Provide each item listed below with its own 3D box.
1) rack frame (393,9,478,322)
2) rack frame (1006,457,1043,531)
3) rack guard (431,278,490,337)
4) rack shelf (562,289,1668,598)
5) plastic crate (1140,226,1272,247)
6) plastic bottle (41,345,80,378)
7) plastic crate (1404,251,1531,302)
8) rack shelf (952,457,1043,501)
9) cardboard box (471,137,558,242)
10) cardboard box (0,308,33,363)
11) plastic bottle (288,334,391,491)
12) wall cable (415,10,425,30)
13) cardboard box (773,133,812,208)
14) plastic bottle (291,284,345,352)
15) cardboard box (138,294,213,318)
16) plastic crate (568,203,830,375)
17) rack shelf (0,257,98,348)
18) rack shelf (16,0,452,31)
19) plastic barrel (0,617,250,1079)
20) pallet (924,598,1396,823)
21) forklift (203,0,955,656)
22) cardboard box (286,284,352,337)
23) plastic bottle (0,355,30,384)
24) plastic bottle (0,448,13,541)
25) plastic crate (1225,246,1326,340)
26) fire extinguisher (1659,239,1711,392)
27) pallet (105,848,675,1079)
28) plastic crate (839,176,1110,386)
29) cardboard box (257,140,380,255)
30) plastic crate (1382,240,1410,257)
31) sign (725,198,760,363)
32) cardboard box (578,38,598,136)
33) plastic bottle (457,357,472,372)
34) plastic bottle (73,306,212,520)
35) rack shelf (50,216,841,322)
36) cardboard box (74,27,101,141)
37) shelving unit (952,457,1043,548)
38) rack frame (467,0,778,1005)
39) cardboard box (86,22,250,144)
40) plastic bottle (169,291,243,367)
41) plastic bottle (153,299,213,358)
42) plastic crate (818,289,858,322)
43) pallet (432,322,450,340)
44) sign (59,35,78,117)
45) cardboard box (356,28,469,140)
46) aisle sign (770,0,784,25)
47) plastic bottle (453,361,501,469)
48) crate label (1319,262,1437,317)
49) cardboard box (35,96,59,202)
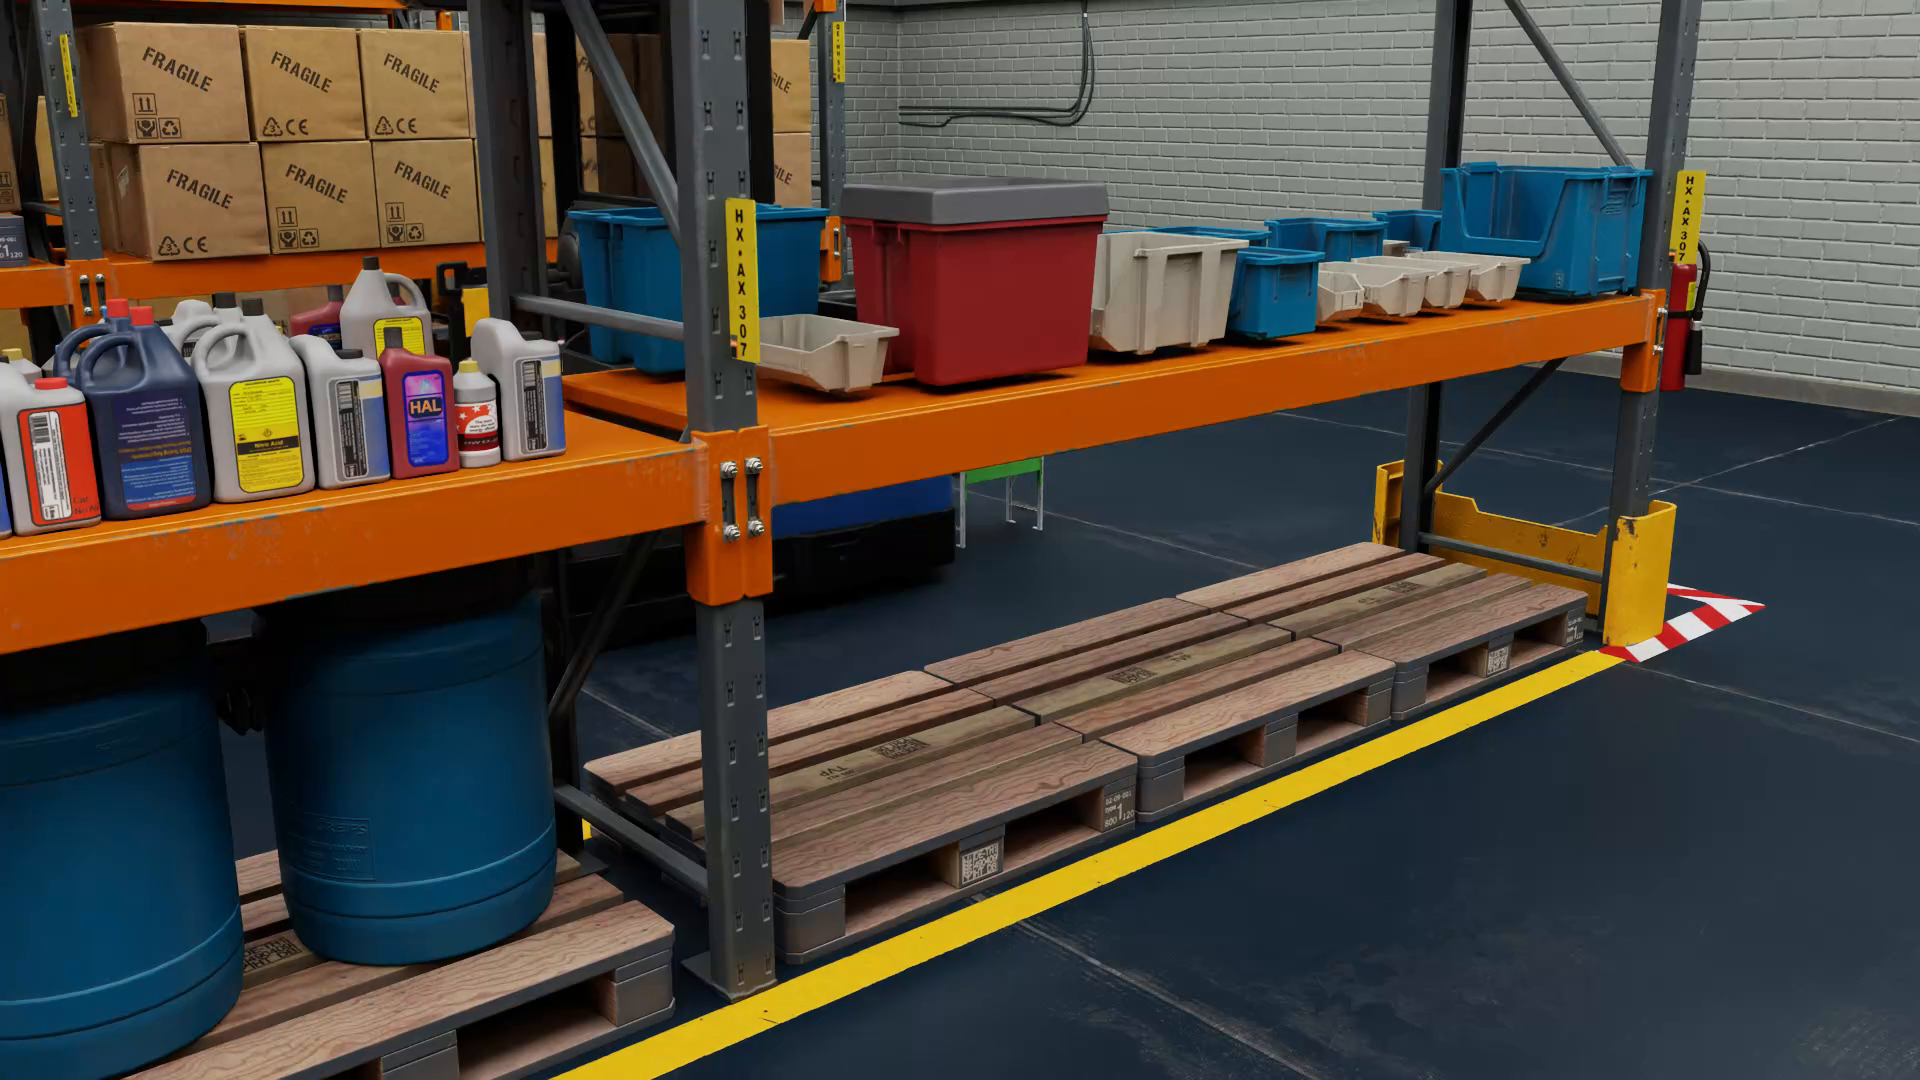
[{"bbox_3d":[-4.285,-3.105,13.561,0.127,3.000,1.000,-13,19,-39],"label":"rack frame"},{"bbox_3d":[0.309,-0.649,7.855,0.015,1.200,0.240,-13,19,-39],"label":"rack frame"},{"bbox_3d":[-4.267,-1.901,13.899,0.348,0.500,1.175,-13,19,-39],"label":"rack guard"},{"bbox_3d":[0.710,-0.490,5.165,4.000,0.370,1.077,-13,19,-39],"label":"rack shelf"},{"bbox_3d":[0.823,-0.924,5.603,0.300,0.233,0.416,-13,19,-39],"label":"plastic crate"},{"bbox_3d":[-1.853,-0.306,3.466,0.097,0.201,0.097,0,15,0],"label":"plastic bottle"},{"bbox_3d":[1.722,-0.904,5.718,0.243,0.136,0.396,-13,19,-39],"label":"plastic crate"},{"bbox_3d":[0.125,-0.314,7.779,0.480,0.148,0.258,-13,19,-39],"label":"rack shelf"},{"bbox_3d":[-2.339,-1.803,8.495,0.500,0.500,0.500,-13,20,-40],"label":"cardboard box"},{"bbox_3d":[-6.671,-1.529,11.692,0.500,0.500,0.700,-12,19,-39],"label":"cardboard box"},{"bbox_3d":[-1.160,-0.247,3.103,0.135,0.276,0.152,-13,19,-39],"label":"plastic bottle"},{"bbox_3d":[-3.940,-3.997,14.932,1.851,1.984,0.084,-13,19,-39],"label":"wall cable"},{"bbox_3d":[-1.190,-2.061,9.458,0.500,0.500,0.500,-12,19,-38],"label":"cardboard box"},{"bbox_3d":[-1.456,-0.441,3.813,0.133,0.283,0.061,-13,19,-39],"label":"plastic bottle"},{"bbox_3d":[-5.901,-1.700,12.333,0.500,0.500,0.700,-12,19,-38],"label":"cardboard box"},{"bbox_3d":[-0.671,-0.665,4.343,0.575,0.384,0.392,-13,19,-39],"label":"plastic crate"},{"bbox_3d":[-5.557,-0.777,6.241,4.000,0.370,1.077,-13,19,-39],"label":"rack shelf"},{"bbox_3d":[-5.794,-3.868,11.999,4.000,0.370,1.077,-13,19,-39],"label":"rack shelf"},{"bbox_3d":[-1.755,0.521,3.239,0.708,0.901,0.600,-13,19,-39],"label":"plastic barrel"},{"bbox_3d":[0.651,0.509,5.436,1.213,0.211,1.003,-13,19,-39],"label":"pallet"},{"bbox_3d":[-1.518,-1.140,6.339,3.031,2.935,1.130,-10,18,-34],"label":"forklift"},{"bbox_3d":[-5.125,-1.877,12.996,0.500,0.500,0.700,-13,20,-40],"label":"cardboard box"},{"bbox_3d":[-1.636,-0.181,2.863,0.097,0.271,0.097,0,15,0],"label":"plastic bottle"},{"bbox_3d":[-1.642,-0.139,2.698,0.135,0.276,0.152,-13,19,-39],"label":"plastic bottle"},{"bbox_3d":[0.837,-0.726,4.865,0.300,0.233,0.416,-13,19,-39],"label":"plastic crate"},{"bbox_3d":[2.630,-0.896,6.163,0.183,0.674,0.296,-13,19,-39],"label":"fire extinguisher"},{"bbox_3d":[-1.409,0.971,3.705,1.213,0.211,1.003,-13,19,-39],"label":"pallet"},{"bbox_3d":[0.039,-0.661,4.171,0.583,0.464,0.402,-13,19,-39],"label":"plastic crate"},{"bbox_3d":[-3.100,-1.632,7.855,0.500,0.500,0.500,-12,19,-38],"label":"cardboard box"},{"bbox_3d":[1.520,-1.062,6.307,0.298,0.136,0.250,-13,19,-39],"label":"plastic crate"},{"bbox_3d":[-0.439,-0.525,3.366,0.005,0.325,0.100,-13,19,-39],"label":"sign"},{"bbox_3d":[-1.954,-2.369,8.675,0.500,0.500,0.500,-12,19,-38],"label":"cardboard box"},{"bbox_3d":[-0.980,-0.294,3.423,0.097,0.201,0.097,0,15,0],"label":"plastic bottle"},{"bbox_3d":[-1.417,-0.224,2.872,0.185,0.351,0.144,-13,19,-39],"label":"plastic bottle"},{"bbox_3d":[-2.539,-1.455,8.778,4.000,0.370,1.077,-13,19,-39],"label":"rack shelf"},{"bbox_3d":[-3.836,-2.131,7.784,0.500,0.500,0.500,-13,19,-39],"label":"cardboard box"},{"bbox_3d":[0.125,-0.608,7.700,0.503,1.200,0.258,-13,19,-39],"label":"shelving unit"},{"bbox_3d":[-0.799,-0.499,3.804,0.127,3.000,1.000,-13,19,-39],"label":"rack frame"},{"bbox_3d":[-3.508,-2.020,7.368,0.500,0.500,0.500,-12,19,-38],"label":"cardboard box"},{"bbox_3d":[-1.372,-0.283,3.094,0.185,0.351,0.144,-13,19,-39],"label":"plastic bottle"},{"bbox_3d":[-1.674,-0.372,3.572,0.135,0.276,0.152,-13,19,-39],"label":"plastic bottle"},{"bbox_3d":[-0.131,-0.637,4.737,0.590,0.125,0.437,-13,19,-39],"label":"plastic crate"},{"bbox_3d":[-4.837,-1.607,13.357,1.213,0.211,1.003,-13,19,-39],"label":"pallet"},{"bbox_3d":[-3.681,-1.915,6.865,0.005,0.325,0.100,-13,19,-39],"label":"sign"},{"bbox_3d":[-2.731,-2.194,8.022,0.500,0.500,0.500,-13,20,-41],"label":"cardboard box"},{"bbox_3d":[-1.172,-3.466,9.875,0.004,0.787,0.394,-13,19,-39],"label":"aisle sign"},{"bbox_3d":[-0.954,-0.248,3.251,0.097,0.201,0.097,0,15,0],"label":"plastic bottle"},{"bbox_3d":[1.300,-0.806,5.350,0.243,0.136,0.396,-13,19,-39],"label":"crate label"},{"bbox_3d":[-6.328,-2.783,11.777,0.700,0.700,0.980,-13,20,-41],"label":"cardboard box"}]
